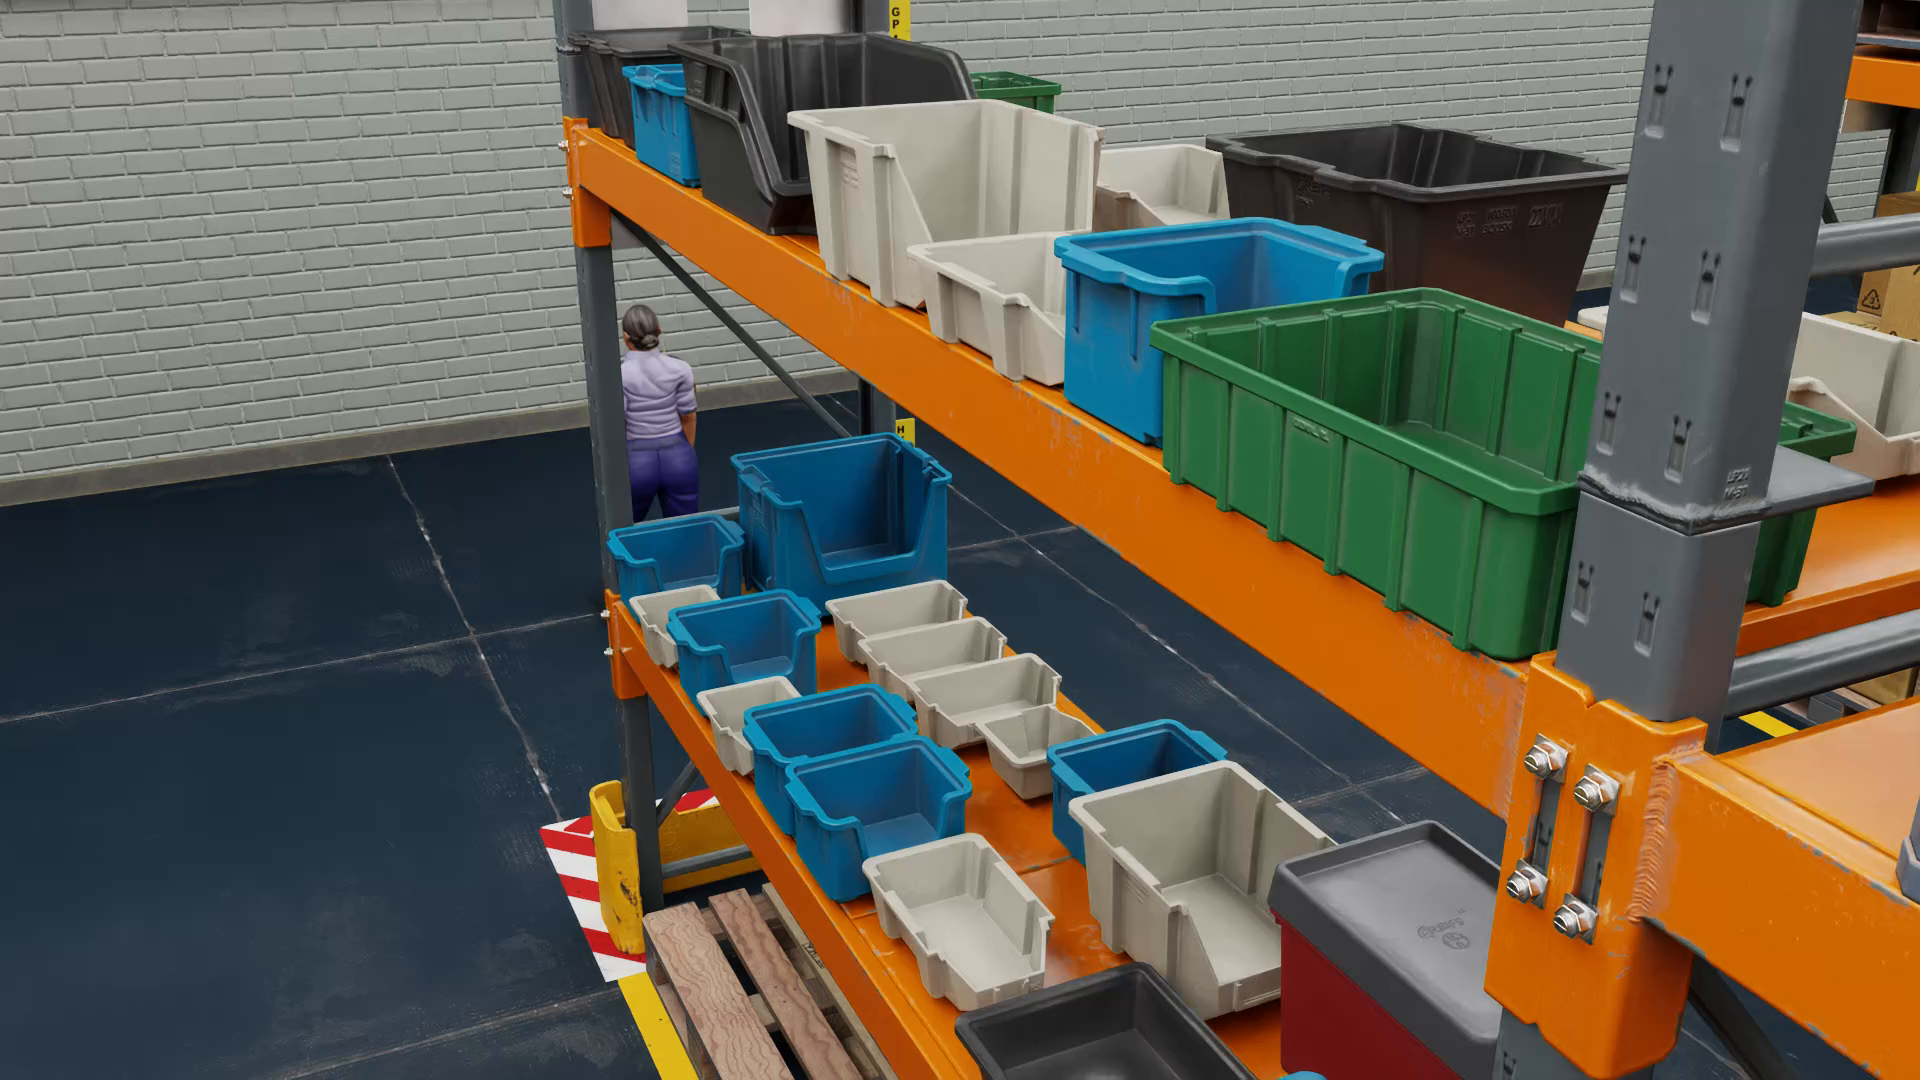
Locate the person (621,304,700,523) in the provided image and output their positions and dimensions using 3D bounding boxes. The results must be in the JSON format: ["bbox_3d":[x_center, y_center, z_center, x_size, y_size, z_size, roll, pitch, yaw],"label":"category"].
[{"bbox_3d":[-1.479,-0.329,7.933,0.469,1.646,0.438,-9,24,-21],"label":"person"}]
